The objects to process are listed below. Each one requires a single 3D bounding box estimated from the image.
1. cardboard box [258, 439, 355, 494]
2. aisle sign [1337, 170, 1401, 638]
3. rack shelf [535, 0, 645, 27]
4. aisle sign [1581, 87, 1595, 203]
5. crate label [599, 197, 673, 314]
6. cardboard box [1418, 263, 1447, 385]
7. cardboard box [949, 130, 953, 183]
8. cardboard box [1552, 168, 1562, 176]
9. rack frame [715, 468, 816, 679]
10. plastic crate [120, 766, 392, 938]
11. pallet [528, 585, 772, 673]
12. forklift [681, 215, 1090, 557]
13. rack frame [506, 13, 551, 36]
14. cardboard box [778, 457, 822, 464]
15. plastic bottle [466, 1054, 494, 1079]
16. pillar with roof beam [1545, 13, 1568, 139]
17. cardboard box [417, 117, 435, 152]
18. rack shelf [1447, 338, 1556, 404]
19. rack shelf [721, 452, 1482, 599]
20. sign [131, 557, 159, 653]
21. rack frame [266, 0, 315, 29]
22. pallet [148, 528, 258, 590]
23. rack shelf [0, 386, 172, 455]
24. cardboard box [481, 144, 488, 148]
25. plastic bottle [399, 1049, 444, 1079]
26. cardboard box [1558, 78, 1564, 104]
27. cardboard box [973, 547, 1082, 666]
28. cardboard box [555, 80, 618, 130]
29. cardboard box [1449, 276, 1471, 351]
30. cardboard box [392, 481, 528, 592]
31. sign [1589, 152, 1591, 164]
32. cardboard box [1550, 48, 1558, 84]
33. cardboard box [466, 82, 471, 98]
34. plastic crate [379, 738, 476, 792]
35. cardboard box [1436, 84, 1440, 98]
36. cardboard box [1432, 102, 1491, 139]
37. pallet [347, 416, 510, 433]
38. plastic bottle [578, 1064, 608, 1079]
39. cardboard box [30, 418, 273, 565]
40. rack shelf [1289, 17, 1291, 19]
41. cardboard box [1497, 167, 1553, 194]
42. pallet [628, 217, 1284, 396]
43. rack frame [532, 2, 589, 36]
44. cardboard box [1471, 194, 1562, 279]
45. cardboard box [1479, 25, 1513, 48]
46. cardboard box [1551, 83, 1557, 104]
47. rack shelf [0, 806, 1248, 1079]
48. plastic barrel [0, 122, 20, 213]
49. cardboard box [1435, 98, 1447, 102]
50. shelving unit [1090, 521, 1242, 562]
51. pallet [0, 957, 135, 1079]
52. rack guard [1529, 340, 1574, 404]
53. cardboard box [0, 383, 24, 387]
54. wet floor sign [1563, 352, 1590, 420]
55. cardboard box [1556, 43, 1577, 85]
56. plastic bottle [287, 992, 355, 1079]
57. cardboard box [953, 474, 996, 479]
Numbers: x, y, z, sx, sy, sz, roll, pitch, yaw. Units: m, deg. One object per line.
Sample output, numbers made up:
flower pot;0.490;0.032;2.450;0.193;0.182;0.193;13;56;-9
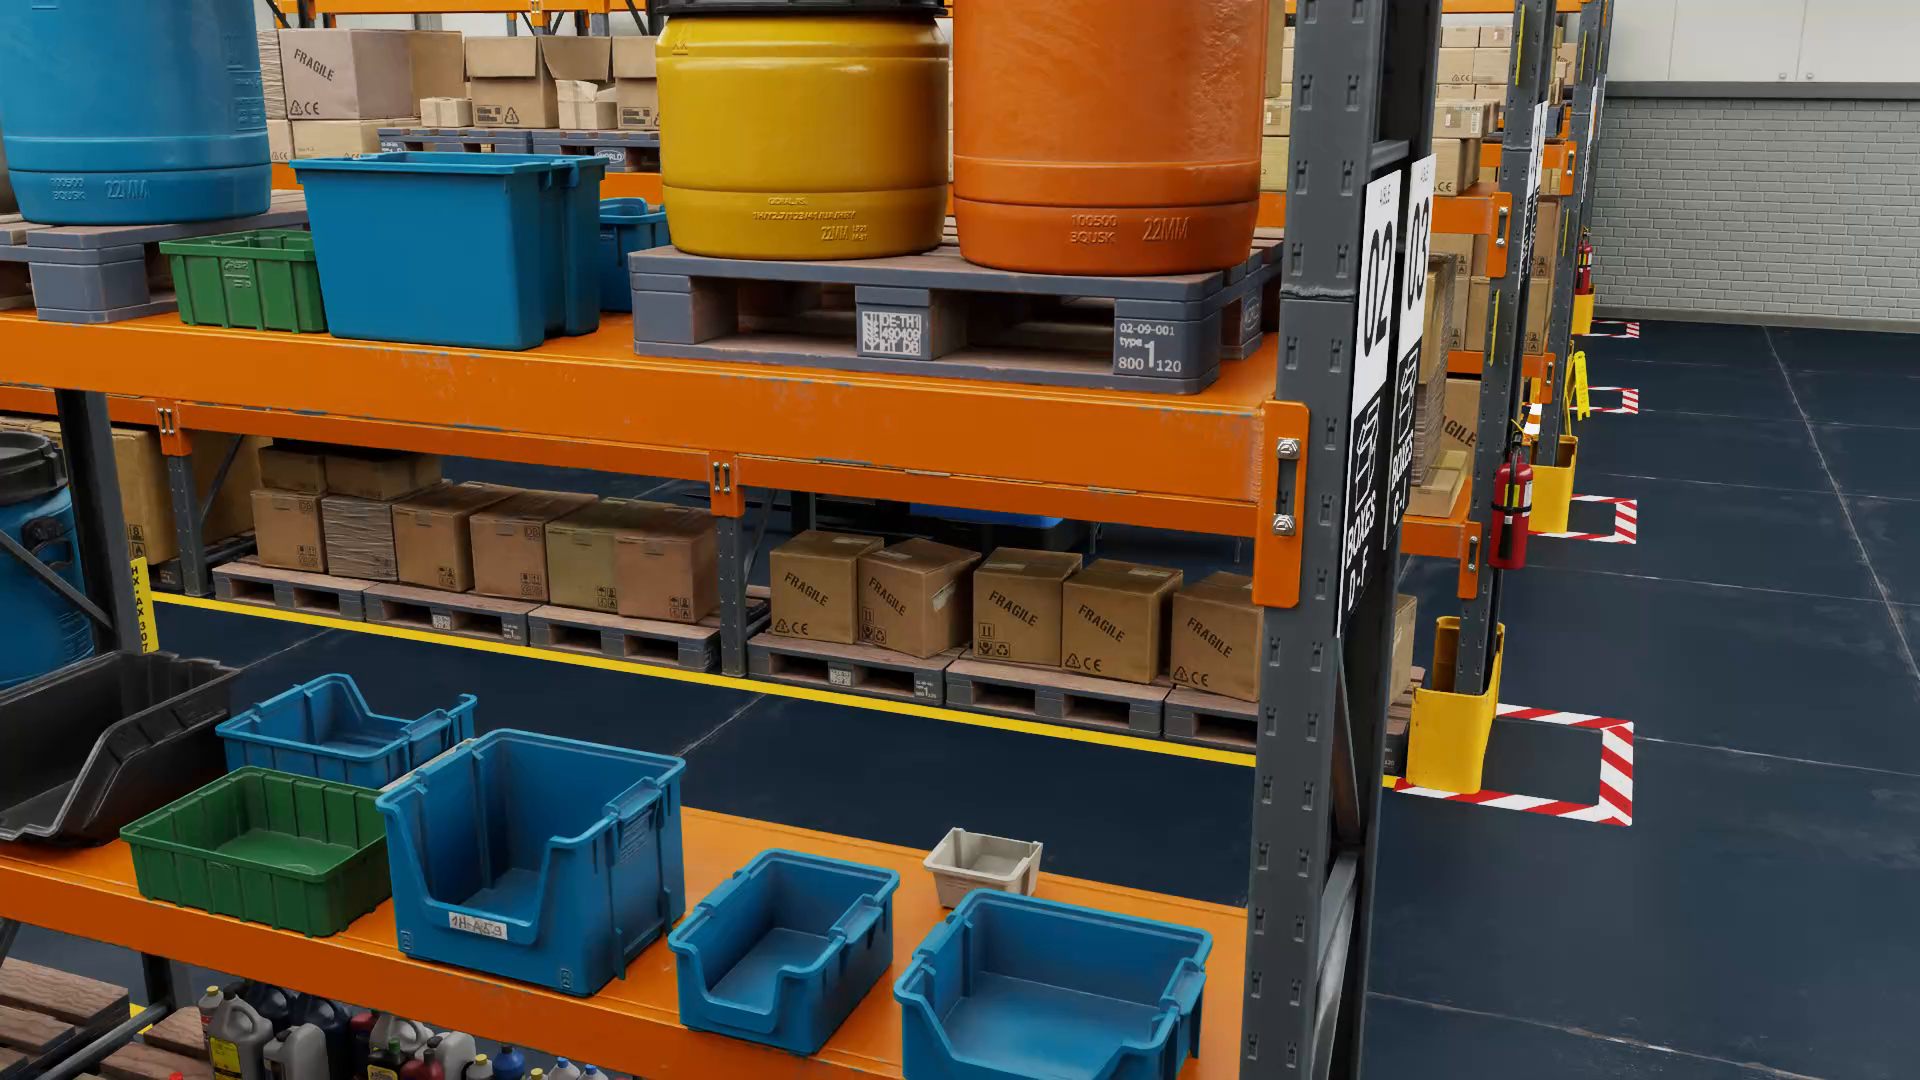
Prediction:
cardboard box;-4.206;-0.505;10.883;0.500;0.250;0.500;7;18;23
aisle sign;0.742;-0.256;3.013;0.004;0.787;0.394;6;17;21
rack shelf;-3.065;-6.313;19.787;4.000;0.370;1.077;6;17;21
aisle sign;4.471;-2.816;11.831;0.004;0.787;0.394;6;17;21
crate label;-0.836;-0.738;4.223;0.408;0.251;0.502;6;17;21
cardboard box;1.999;-1.040;7.869;0.500;0.500;0.500;6;17;21
cardboard box;0.158;-1.935;8.349;0.500;0.250;0.500;6;17;18
cardboard box;7.645;-4.719;21.172;0.250;0.149;0.380;6;17;21
rack frame;-1.119;-0.786;9.500;0.127;3.000;1.000;6;17;21
plastic crate;-1.778;0.813;4.374;0.662;0.188;0.450;6;17;21
pallet;-1.844;0.474;10.162;1.213;0.211;1.003;6;17;21
forklift;-0.585;-1.473;11.990;3.031;2.935;1.130;6;17;21
rack frame;-6.829;-8.752;26.181;0.127;3.000;1.000;6;17;21
cardboard box;-0.802;-0.536;9.091;0.250;0.149;0.380;6;17;21
plastic bottle;-1.483;1.698;5.175;0.097;0.201;0.097;0;16;0
pillar with roof beam;6.159;-6.304;17.748;0.400;9.000;9.100;6;17;21
cardboard box;-3.376;-2.479;10.222;0.500;0.250;0.500;7;18;22
rack shelf;2.655;-1.512;13.291;4.000;0.370;1.077;6;17;21
rack shelf;0.741;-0.236;8.896;4.000;0.370;1.077;6;17;21
sign;-2.725;0.224;5.524;0.005;0.325;0.100;6;17;21
rack frame;-6.648;-5.761;15.878;0.127;3.000;1.000;6;17;21
pallet;-5.546;0.044;11.643;1.213;0.211;1.003;6;17;21
rack shelf;-6.701;-1.054;11.715;4.000;0.370;1.077;6;17;21
cardboard box;-6.005;-5.067;21.112;0.250;0.149;0.380;6;17;20
plastic bottle;-1.642;1.681;5.086;0.133;0.283;0.061;6;17;21
cardboard box;5.868;-4.579;16.920;0.500;0.250;0.500;6;17;20
cardboard box;0.380;0.364;9.270;0.500;0.500;0.500;5;17;16
cardboard box;-2.031;-2.434;9.284;0.258;0.266;0.396;7;18;23
cardboard box;3.634;-1.801;12.730;0.550;0.550;0.875;6;17;21
cardboard box;-3.159;-0.033;10.601;0.500;0.500;0.700;8;18;25
sign;7.843;-4.765;20.705;0.005;0.325;0.100;6;17;21
cardboard box;4.161;-3.530;12.374;0.500;0.250;0.500;6;17;21
cardboard box;-4.485;-4.052;15.191;0.500;0.500;0.500;6;17;21
plastic crate;-1.333;0.726;4.766;0.437;0.136;0.530;6;17;21
cardboard box;3.374;-3.246;12.114;0.250;0.149;0.380;6;17;21
cardboard box;2.229;-1.884;7.457;0.250;0.149;0.380;6;17;21
pallet;-2.984;-0.911;10.275;1.213;0.211;1.003;6;17;21
plastic bottle;-1.107;1.706;5.023;0.097;0.271;0.097;0;16;0
cardboard box;-5.475;-0.452;11.409;0.875;0.875;1.225;5;17;18
rack shelf;2.474;-7.192;22.813;4.000;0.370;1.077;6;17;21
cardboard box;5.682;-3.613;16.734;0.500;0.500;0.700;6;17;19
pallet;0.051;-0.552;3.653;1.213;0.211;1.003;6;17;21
rack frame;-4.925;-7.055;20.336;0.127;3.000;1.000;6;17;21
cardboard box;4.185;-2.291;12.480;0.550;0.550;0.875;6;17;21
cardboard box;3.846;-3.578;11.824;0.250;0.149;0.380;6;17;21
cardboard box;4.314;-3.340;12.438;0.250;0.149;0.380;6;17;21
rack shelf;-1.076;1.049;4.471;4.000;0.370;1.077;6;17;21
plastic barrel;-2.608;-1.102;4.256;0.421;0.512;0.421;0;16;0
cardboard box;2.225;-2.076;8.119;0.250;0.149;0.380;7;17;22
shelving unit;1.485;-0.661;11.759;1.048;1.500;0.538;3;16;11
pallet;-3.682;1.768;5.706;1.213;0.211;1.003;6;17;21
rack guard;6.167;-1.754;17.319;0.348;0.500;1.175;6;17;21
cardboard box;-6.336;-1.334;11.209;0.500;0.500;0.500;6;17;19
wet floor sign;6.022;-1.519;16.249;0.232;0.644;0.267;14;21;40
cardboard box;7.554;-5.955;20.813;0.500;0.500;0.500;7;18;22
plastic bottle;-2.053;1.570;5.346;0.185;0.351;0.144;5;17;18
cardboard box;0.142;-0.444;8.772;0.250;0.149;0.380;6;17;21
